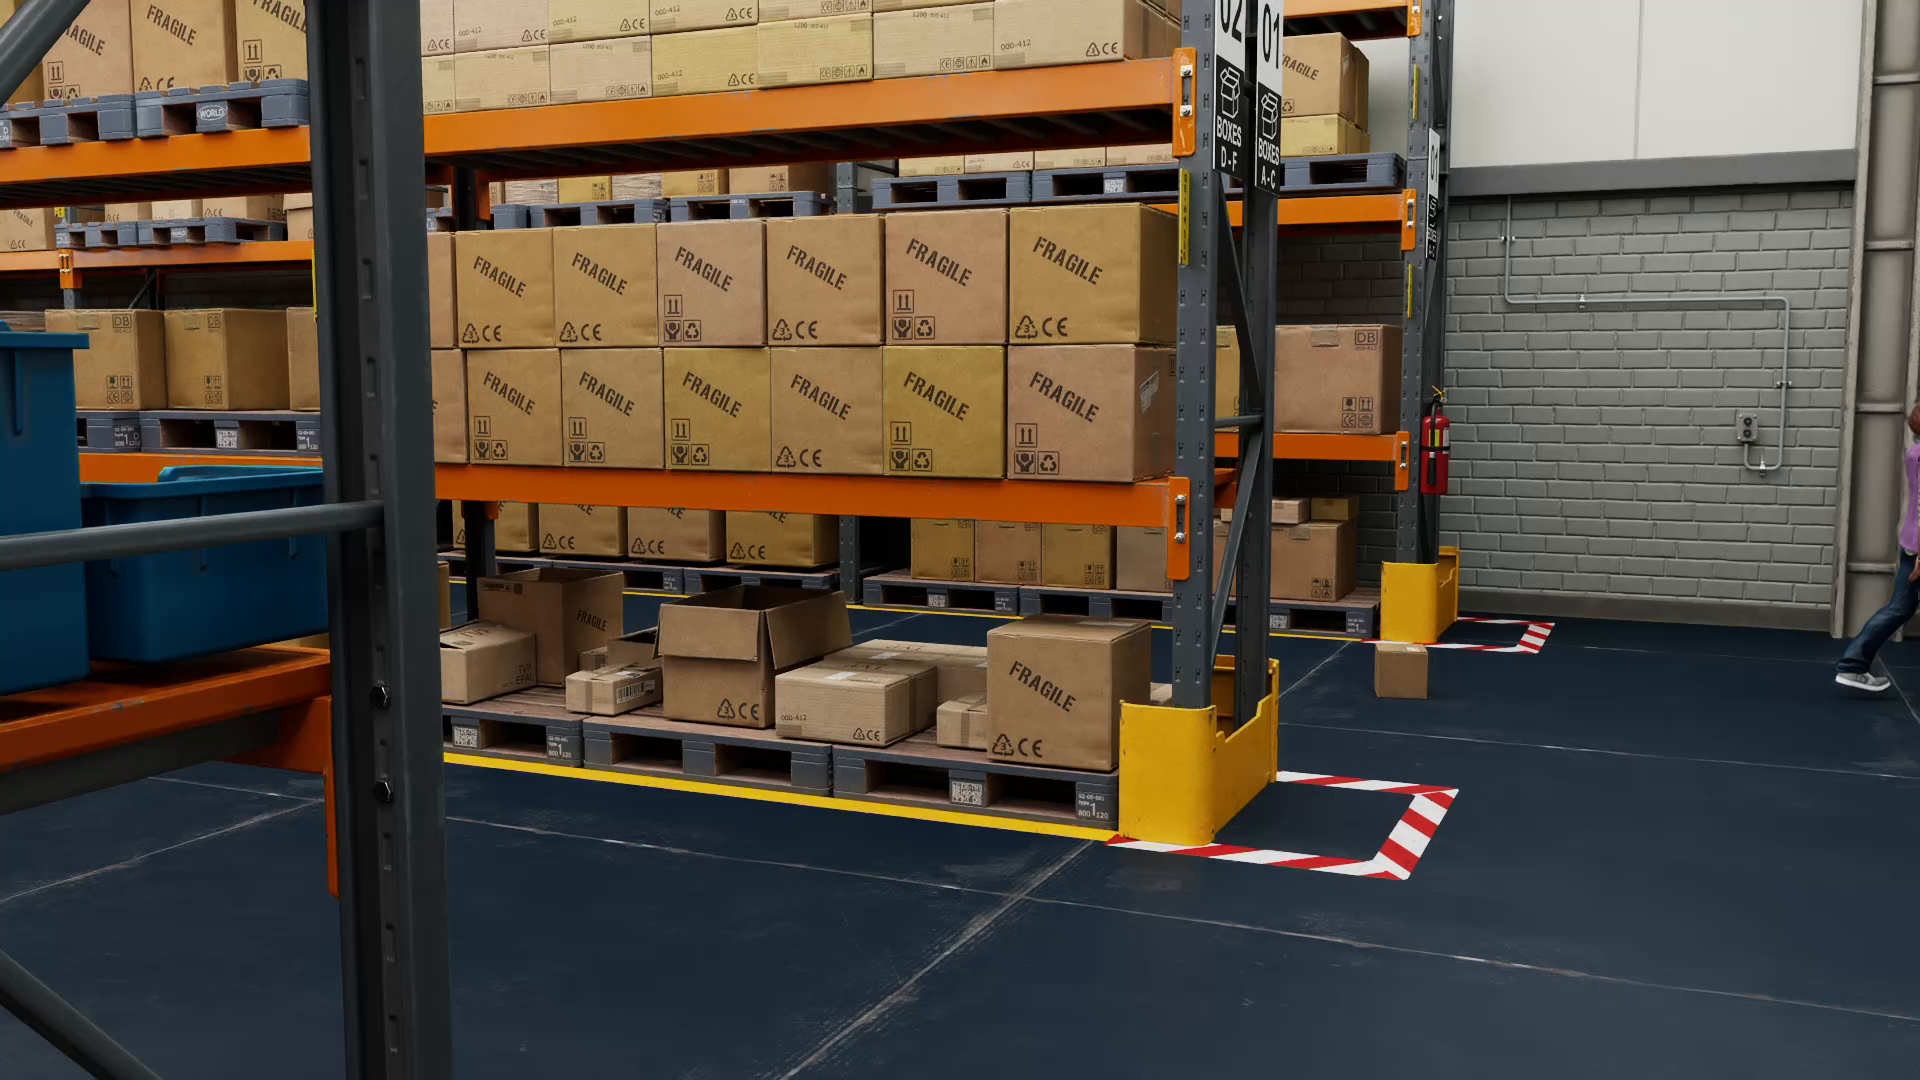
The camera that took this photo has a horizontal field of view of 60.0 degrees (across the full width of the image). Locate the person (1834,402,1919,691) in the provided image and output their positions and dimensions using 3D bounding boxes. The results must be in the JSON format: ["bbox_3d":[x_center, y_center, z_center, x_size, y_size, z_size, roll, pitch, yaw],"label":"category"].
[{"bbox_3d":[5.017,0.040,8.488,0.934,1.538,0.417,1,6,12],"label":"person"}]
